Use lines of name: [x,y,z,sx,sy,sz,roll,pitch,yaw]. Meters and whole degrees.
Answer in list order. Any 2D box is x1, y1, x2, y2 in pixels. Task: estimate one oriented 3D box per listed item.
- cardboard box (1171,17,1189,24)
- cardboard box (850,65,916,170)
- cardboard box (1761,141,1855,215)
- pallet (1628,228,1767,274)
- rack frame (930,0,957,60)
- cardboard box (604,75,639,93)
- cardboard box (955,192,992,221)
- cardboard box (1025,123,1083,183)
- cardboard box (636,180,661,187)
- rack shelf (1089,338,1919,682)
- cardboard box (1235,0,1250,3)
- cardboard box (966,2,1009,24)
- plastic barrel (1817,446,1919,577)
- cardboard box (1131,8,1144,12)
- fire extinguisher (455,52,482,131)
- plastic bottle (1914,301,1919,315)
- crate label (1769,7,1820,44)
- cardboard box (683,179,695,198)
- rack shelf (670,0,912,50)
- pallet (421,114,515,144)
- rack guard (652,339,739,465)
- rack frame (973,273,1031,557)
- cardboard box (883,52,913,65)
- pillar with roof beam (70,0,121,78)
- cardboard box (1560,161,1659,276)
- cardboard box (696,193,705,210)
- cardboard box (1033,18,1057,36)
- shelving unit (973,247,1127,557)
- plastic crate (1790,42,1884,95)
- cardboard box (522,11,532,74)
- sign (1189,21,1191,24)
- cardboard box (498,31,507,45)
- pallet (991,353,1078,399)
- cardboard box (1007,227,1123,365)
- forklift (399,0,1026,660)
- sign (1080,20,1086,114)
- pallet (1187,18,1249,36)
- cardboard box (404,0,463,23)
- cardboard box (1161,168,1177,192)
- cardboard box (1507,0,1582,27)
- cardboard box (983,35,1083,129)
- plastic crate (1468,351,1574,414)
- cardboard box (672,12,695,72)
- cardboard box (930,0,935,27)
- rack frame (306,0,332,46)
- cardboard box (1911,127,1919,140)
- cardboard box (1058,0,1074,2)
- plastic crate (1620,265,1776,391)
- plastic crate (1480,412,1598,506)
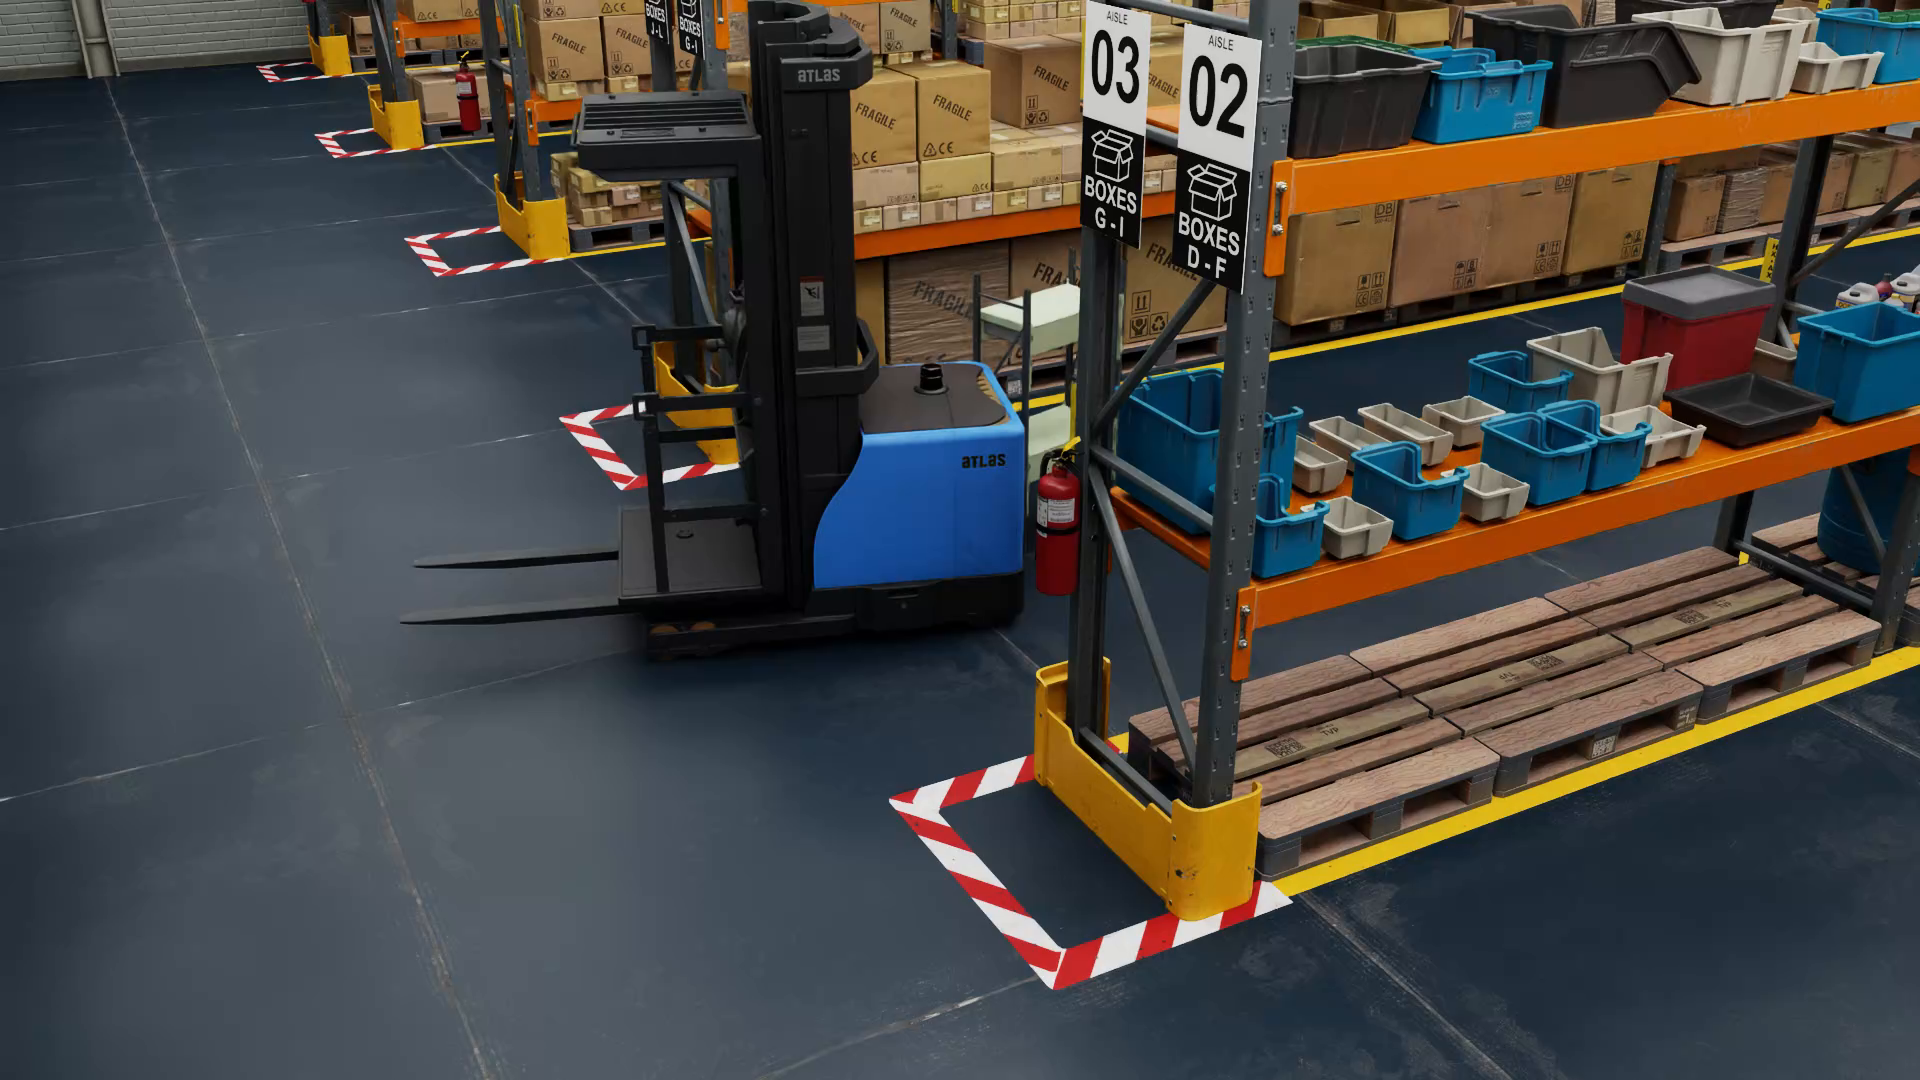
cardboard box: [2.094,-5.202,16.425,0.250,0.149,0.380,-14,29,-27]
cardboard box: [-0.604,-2.566,10.093,0.500,0.500,0.500,-14,29,-26]
cardboard box: [7.518,-3.260,14.954,0.500,0.500,0.700,-16,30,-29]
pallet: [6.153,-2.596,14.414,1.213,0.211,1.003,-13,29,-25]
rack frame: [-0.311,-4.795,15.771,0.127,3.000,1.000,-13,29,-25]
cardboard box: [-2.933,-3.910,14.218,0.250,0.149,0.380,-14,29,-27]
cardboard box: [0.006,-2.161,10.576,0.250,0.149,0.380,-13,29,-26]
cardboard box: [0.762,-2.546,10.917,0.500,0.250,0.500,-12,28,-24]
cardboard box: [-2.749,-3.234,14.641,0.250,0.149,0.380,-13,29,-25]
rack shelf: [2.500,-0.257,7.151,4.000,0.370,1.077,-13,29,-25]
cardboard box: [2.762,-5.490,16.681,0.250,0.149,0.380,-12,28,-23]
cardboard box: [0.253,-4.910,15.472,0.250,0.149,0.380,-13,28,-24]
plastic barrel: [4.752,-0.336,8.424,0.708,0.901,0.600,-13,29,-25]
cardboard box: [1.632,-5.229,16.137,0.250,0.149,0.380,-14,29,-26]
fire extinguisher: [-4.280,-3.902,14.432,0.183,0.674,0.296,-13,29,-25]
plastic bottle: [4.858,-1.133,8.374,0.097,0.201,0.097,0,26,0]
crate label: [3.697,-2.233,7.273,0.466,0.136,0.293,-13,29,-25]
cardboard box: [-2.537,-3.156,14.822,0.250,0.149,0.380,-12,28,-24]
rack shelf: [0.169,-3.501,10.441,4.000,0.370,1.077,-13,29,-25]
pallet: [-5.590,-4.786,18.974,1.213,0.211,1.003,-13,29,-25]
rack guard: [-1.617,-0.934,10.617,0.348,0.500,1.175,-13,29,-25]
rack frame: [0.215,-0.651,8.874,0.023,1.500,0.400,-22,34,-39]
cardboard box: [-0.629,-4.440,15.322,0.250,0.149,0.380,-14,29,-26]
pillar with roof beam: [-9.375,-8.600,16.766,0.400,9.000,9.100,-13,29,-25]
cardboard box: [4.845,-2.794,13.573,0.875,0.875,1.225,-14,29,-27]
cardboard box: [-2.362,-3.105,15.060,0.250,0.149,0.380,-13,29,-25]
cardboard box: [0.717,-4.884,15.761,0.250,0.149,0.380,-13,28,-25]
shelving unit: [0.480,-0.761,9.102,0.755,1.500,0.431,-22,34,-39]
plastic crate: [3.321,-1.817,6.409,0.466,0.136,0.293,-13,29,-25]
cardboard box: [-3.565,-4.349,14.384,0.500,0.500,0.500,-12,28,-24]
sign: [1.670,-3.572,11.977,0.005,0.325,0.100,-13,29,-25]
cardboard box: [-6.325,-7.267,23.322,0.500,0.500,0.700,-14,29,-27]
pallet: [0.148,-1.248,11.605,1.213,0.211,1.003,-13,29,-25]
cardboard box: [0.520,-1.824,11.554,0.875,0.875,0.875,-13,29,-25]
forklift: [-1.241,-0.987,7.920,3.031,2.935,1.130,-4,26,-9]
sign: [0.462,-1.686,5.951,0.005,0.325,0.100,-13,29,-25]
pallet: [2.640,-5.337,17.122,1.003,0.211,1.213,-13,29,-25]
cardboard box: [-5.700,-5.883,17.923,0.500,0.500,0.500,-13,29,-25]
cardboard box: [1.365,-2.475,11.229,0.250,0.149,0.380,-14,29,-26]
cardboard box: [4.234,-3.918,12.669,0.637,0.503,0.797,-12,28,-24]
cardboard box: [0.496,-3.080,11.162,0.500,0.500,0.500,-14,29,-27]
plastic crate: [2.426,-0.642,7.245,0.300,0.233,0.416,-13,29,-25]
cardboard box: [-2.416,-4.359,14.404,0.500,0.500,0.500,-13,28,-24]
cardboard box: [-0.638,-6.422,21.130,0.875,0.875,0.875,-13,28,-24]
rack frame: [-8.598,-7.745,21.916,0.127,3.000,1.000,-13,29,-25]
cardboard box: [9.364,-3.638,15.765,0.500,0.500,0.500,-14,29,-27]
cardboard box: [0.945,-5.204,15.741,0.250,0.149,0.380,-13,29,-26]
plastic crate: [3.359,-0.958,7.637,0.583,0.464,0.402,-13,29,-25]
plastic crate: [2.270,-0.318,6.571,0.300,0.233,0.416,-13,29,-25]
